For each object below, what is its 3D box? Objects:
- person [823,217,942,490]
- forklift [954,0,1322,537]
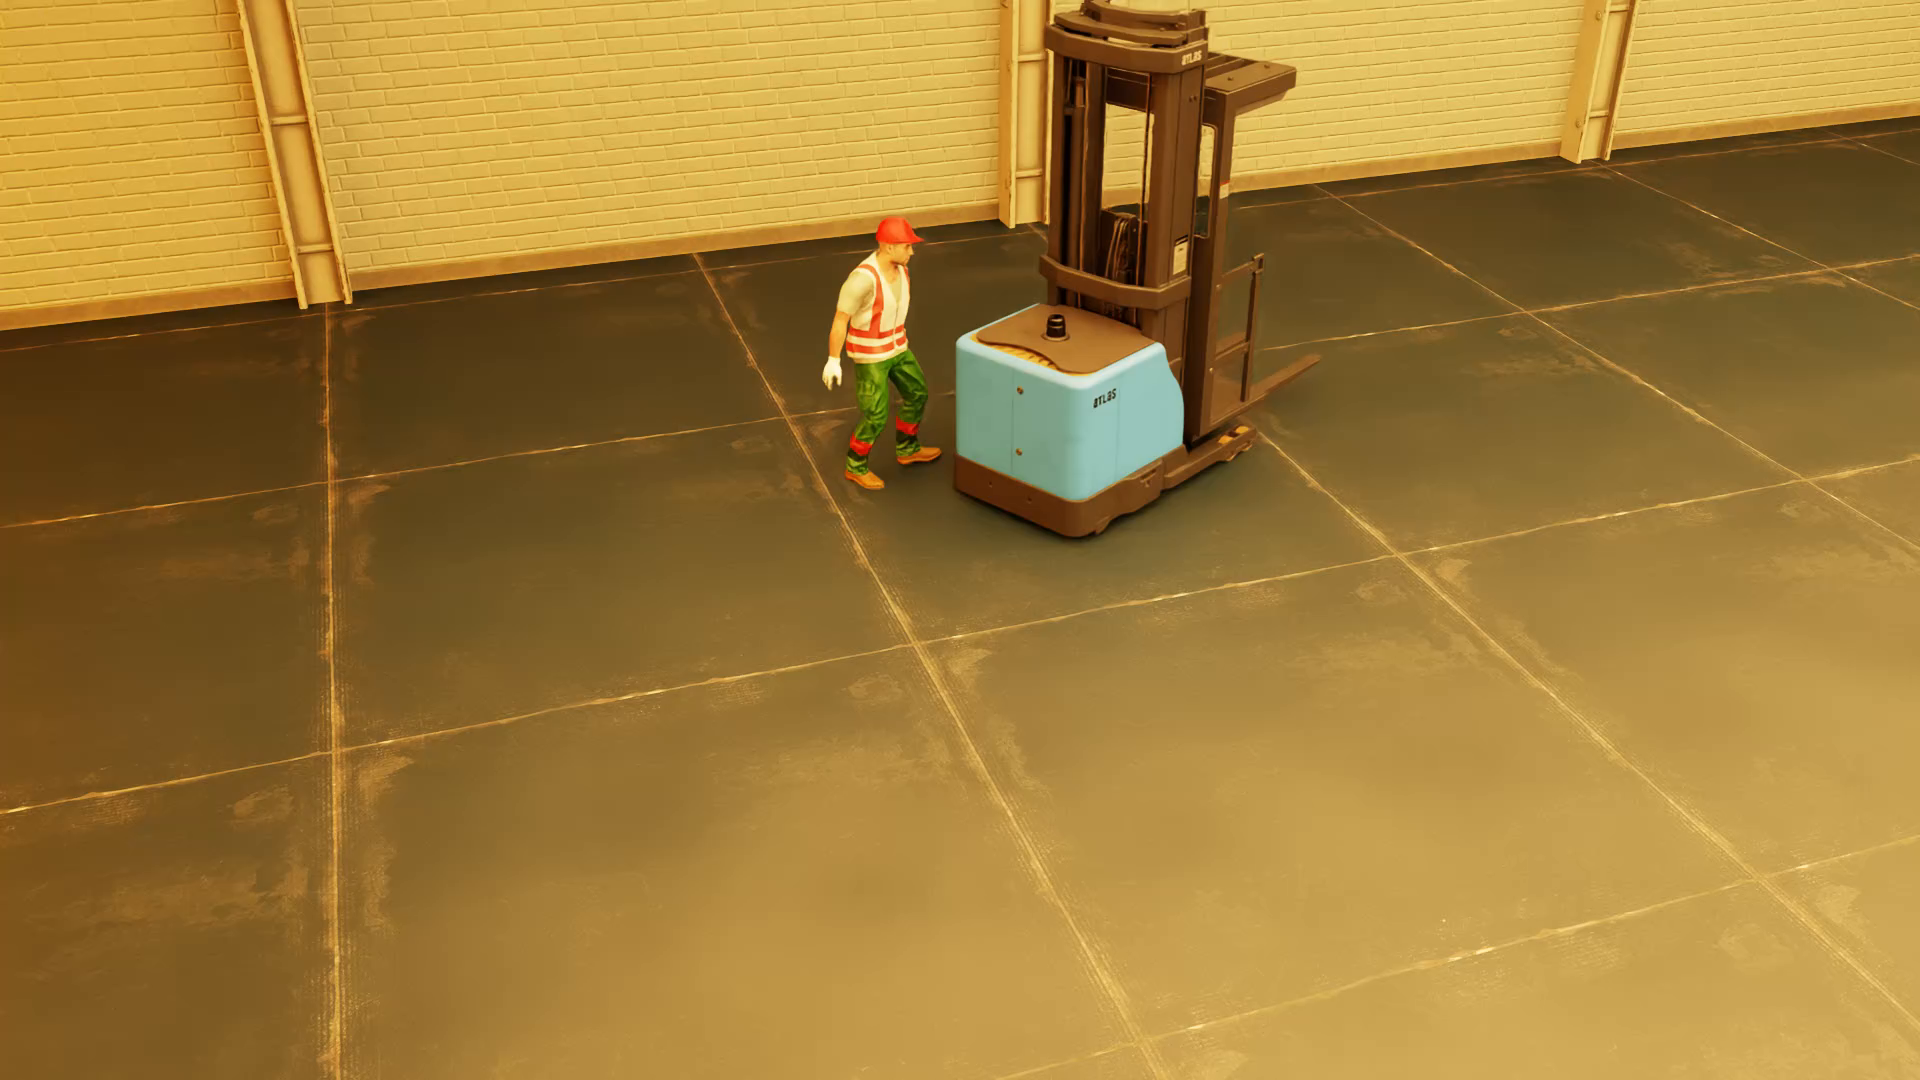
[{"bbox_3d":[-0.469,-1.154,10.300,0.454,1.749,0.879,19,35,30],"label":"person"},{"bbox_3d":[1.321,-1.939,10.456,1.130,2.935,3.031,24,38,36],"label":"forklift"}]
